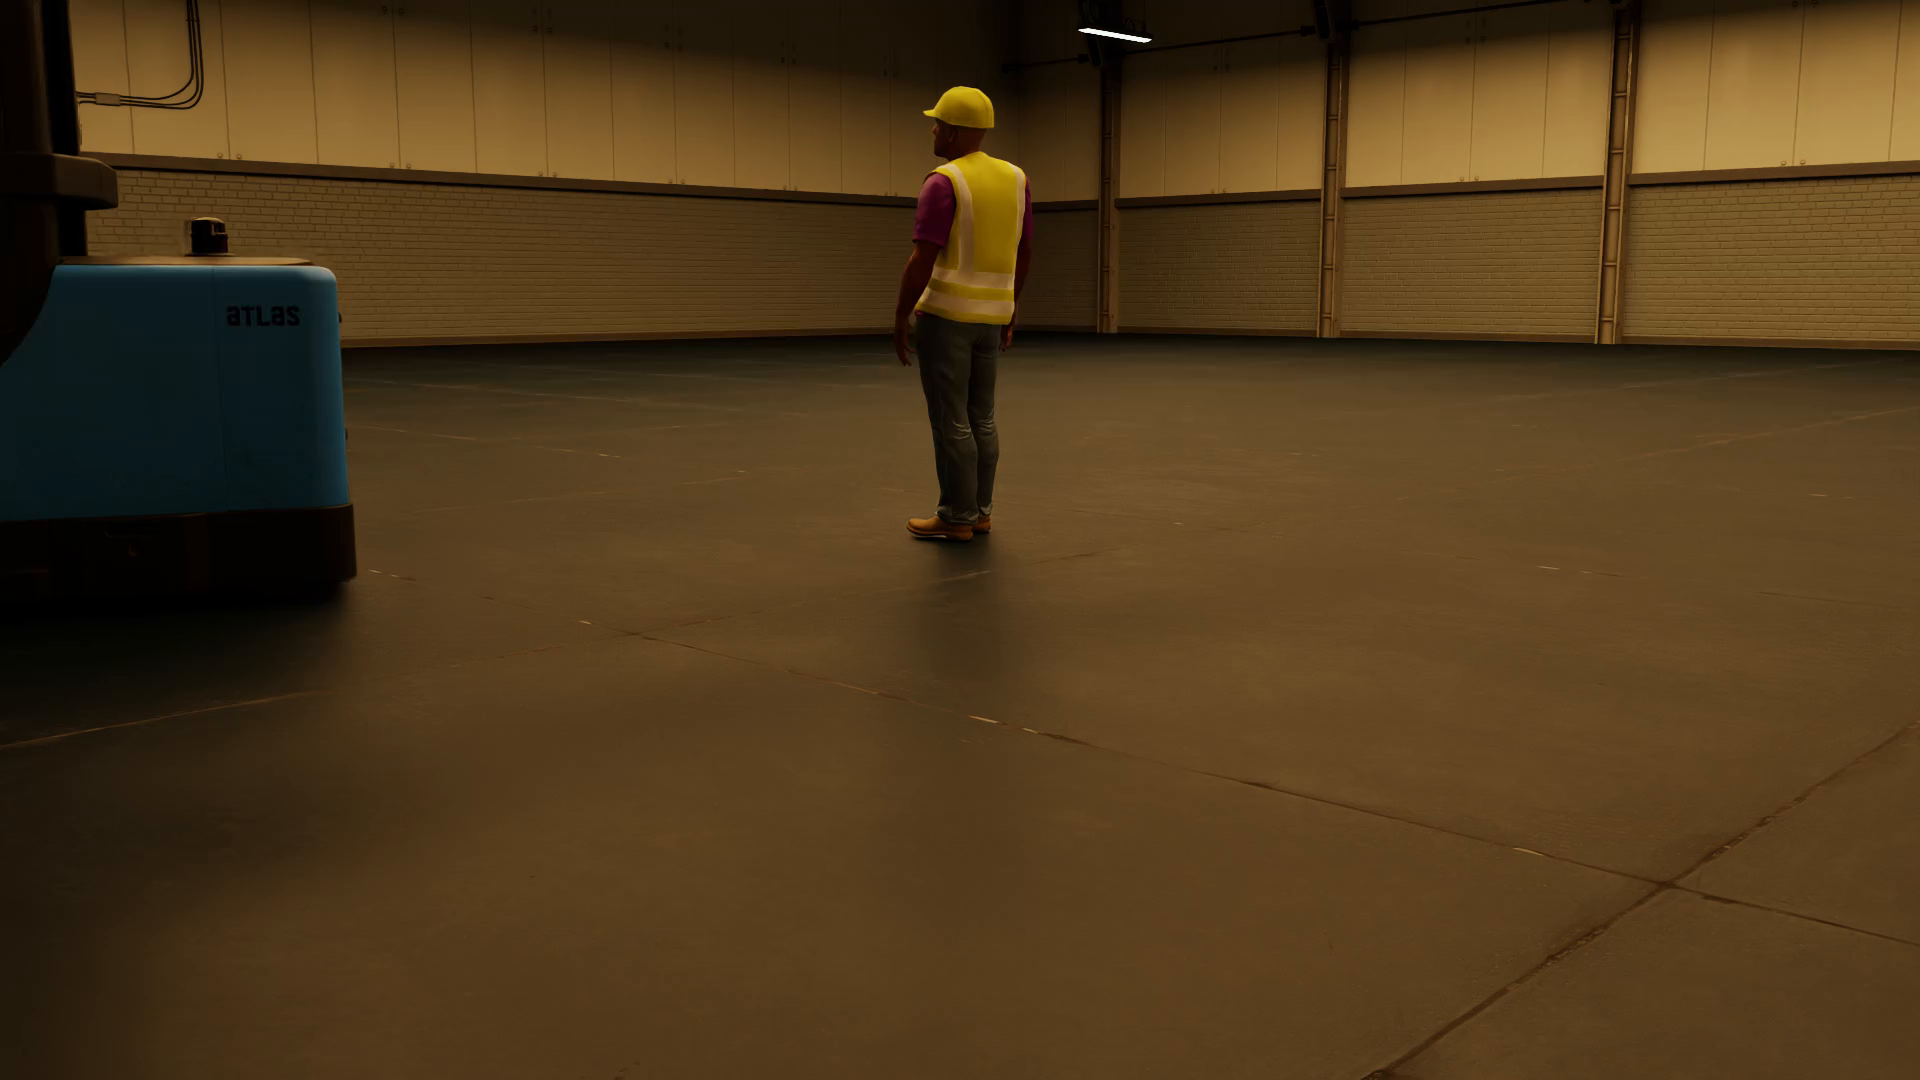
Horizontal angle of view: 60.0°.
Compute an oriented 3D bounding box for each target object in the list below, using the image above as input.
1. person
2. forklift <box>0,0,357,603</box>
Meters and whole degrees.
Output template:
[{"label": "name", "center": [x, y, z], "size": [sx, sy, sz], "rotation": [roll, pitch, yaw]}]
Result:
[{"label": "person", "center": [-0.047, -0.888, 6.636], "size": [0.575, 1.768, 0.666], "rotation": [8, 12, 43]}, {"label": "forklift", "center": [-3.550, -1.241, 5.115], "size": [3.031, 2.935, 1.130], "rotation": [-3, 9, -21]}]
